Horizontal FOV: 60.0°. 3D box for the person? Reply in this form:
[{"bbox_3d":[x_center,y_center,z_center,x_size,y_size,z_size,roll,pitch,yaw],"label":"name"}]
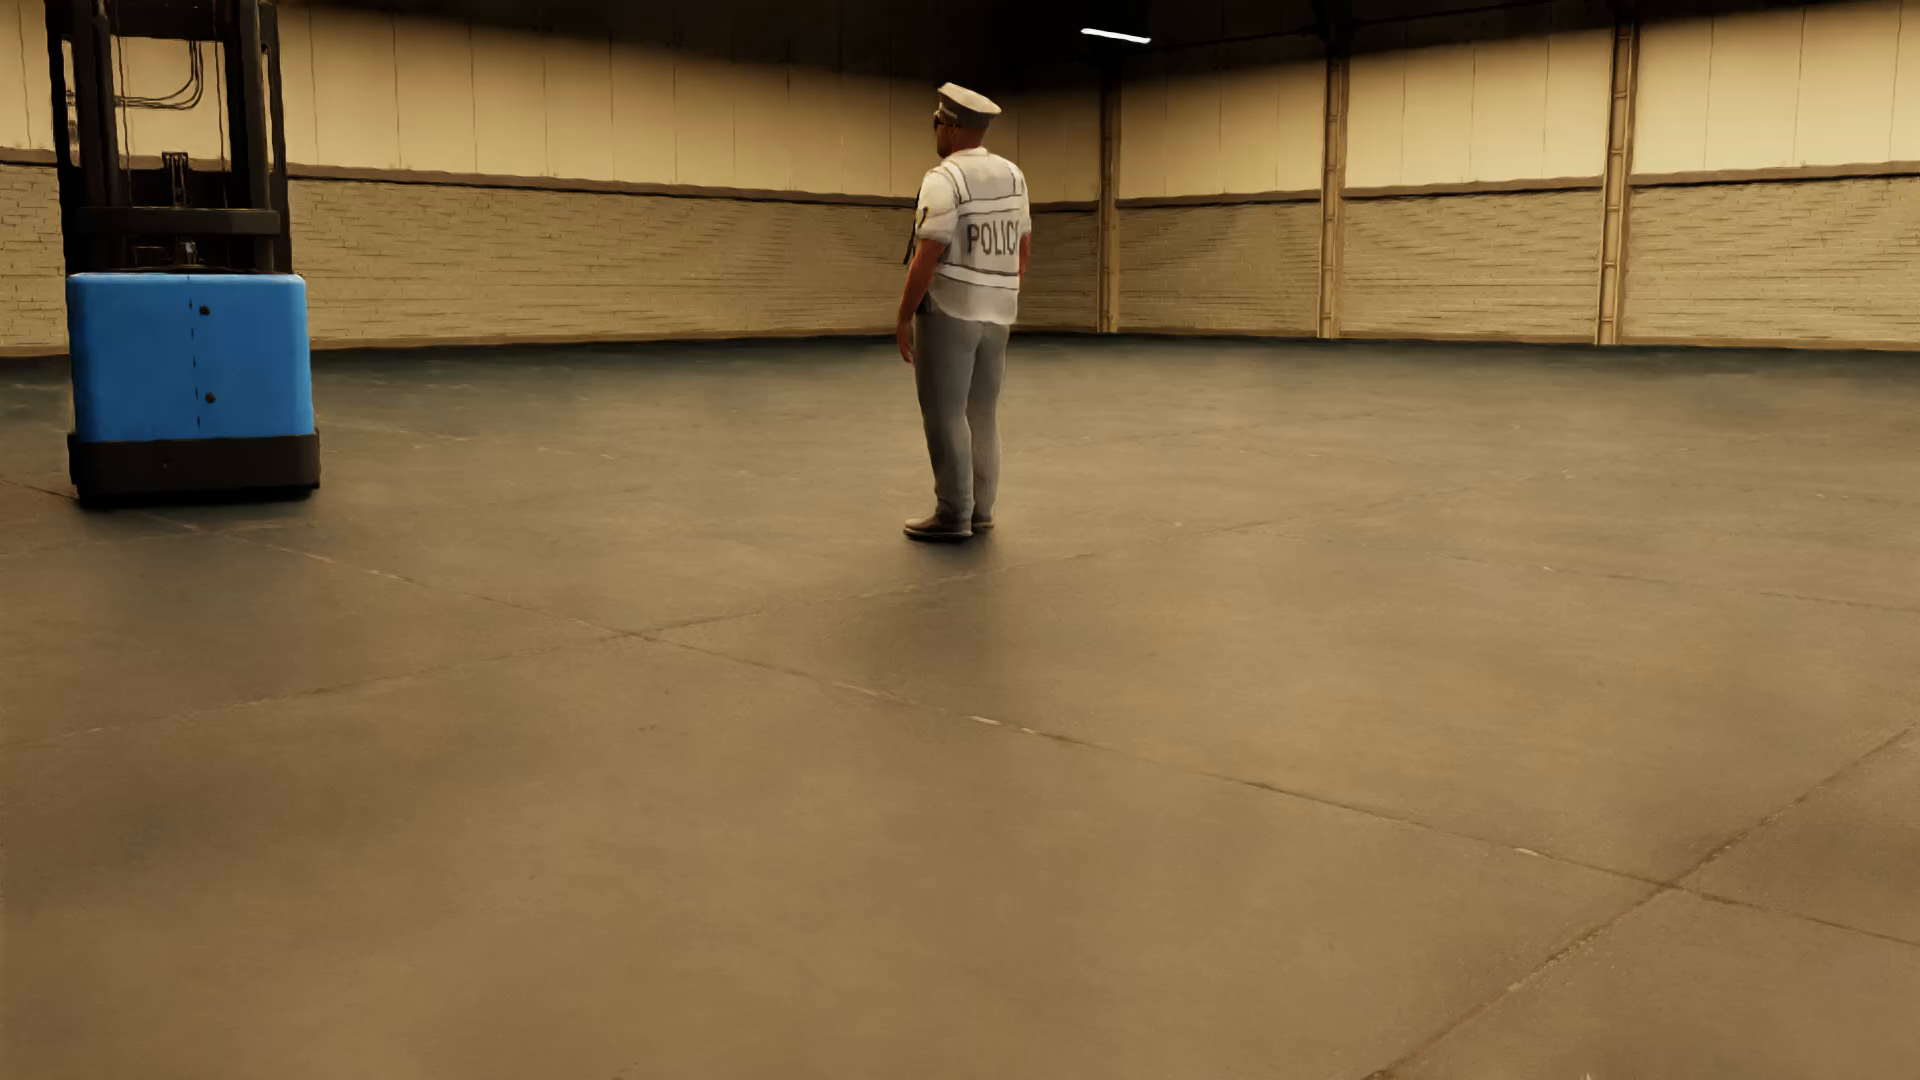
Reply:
[{"bbox_3d":[-0.048,-0.898,6.645,0.574,1.781,0.640,8,12,43],"label":"person"}]

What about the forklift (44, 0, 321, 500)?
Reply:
[{"bbox_3d":[-4.219,-1.818,8.949,1.130,2.935,3.031,-4,10,-26],"label":"forklift"}]
